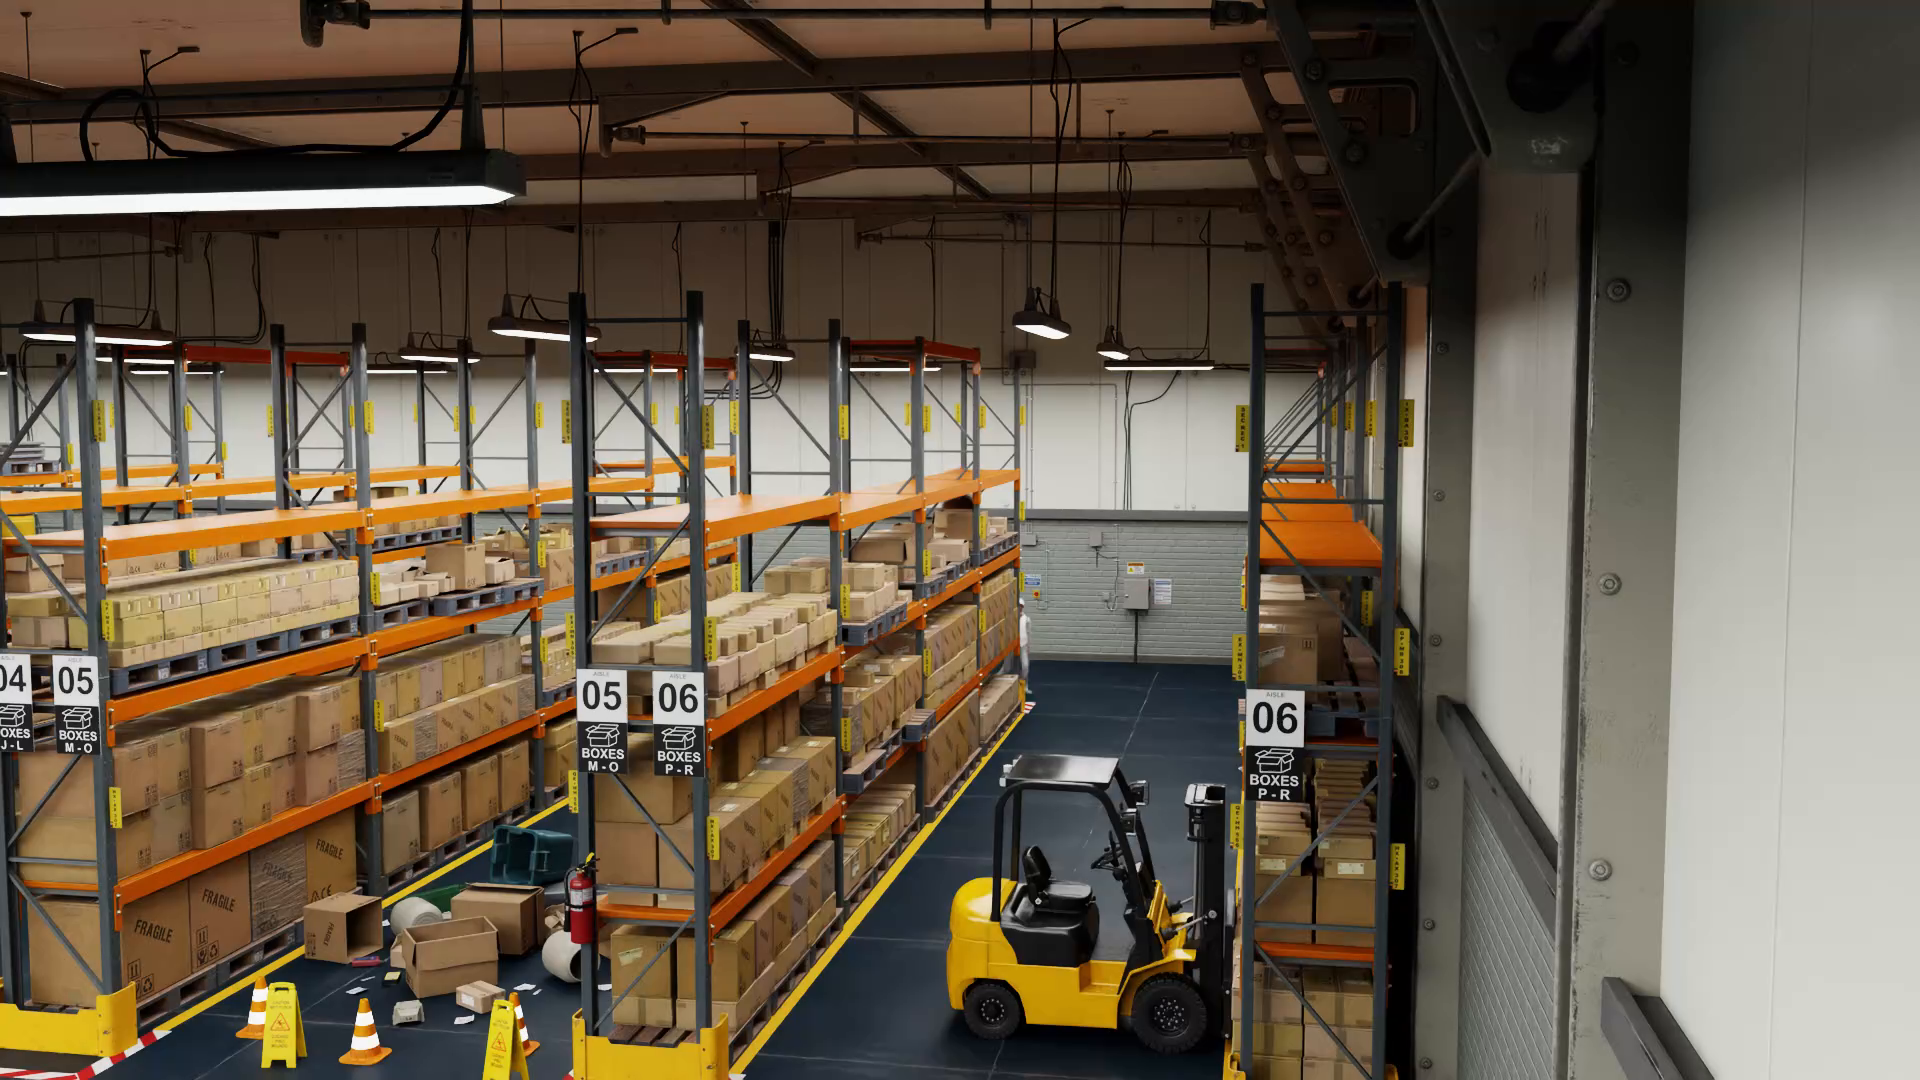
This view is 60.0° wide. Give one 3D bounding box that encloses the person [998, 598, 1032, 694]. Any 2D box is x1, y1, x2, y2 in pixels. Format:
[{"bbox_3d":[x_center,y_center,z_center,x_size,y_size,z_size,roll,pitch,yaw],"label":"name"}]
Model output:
[{"bbox_3d":[0.985,1.877,29.795,0.574,1.694,0.842,-2,5,-19],"label":"person"}]
